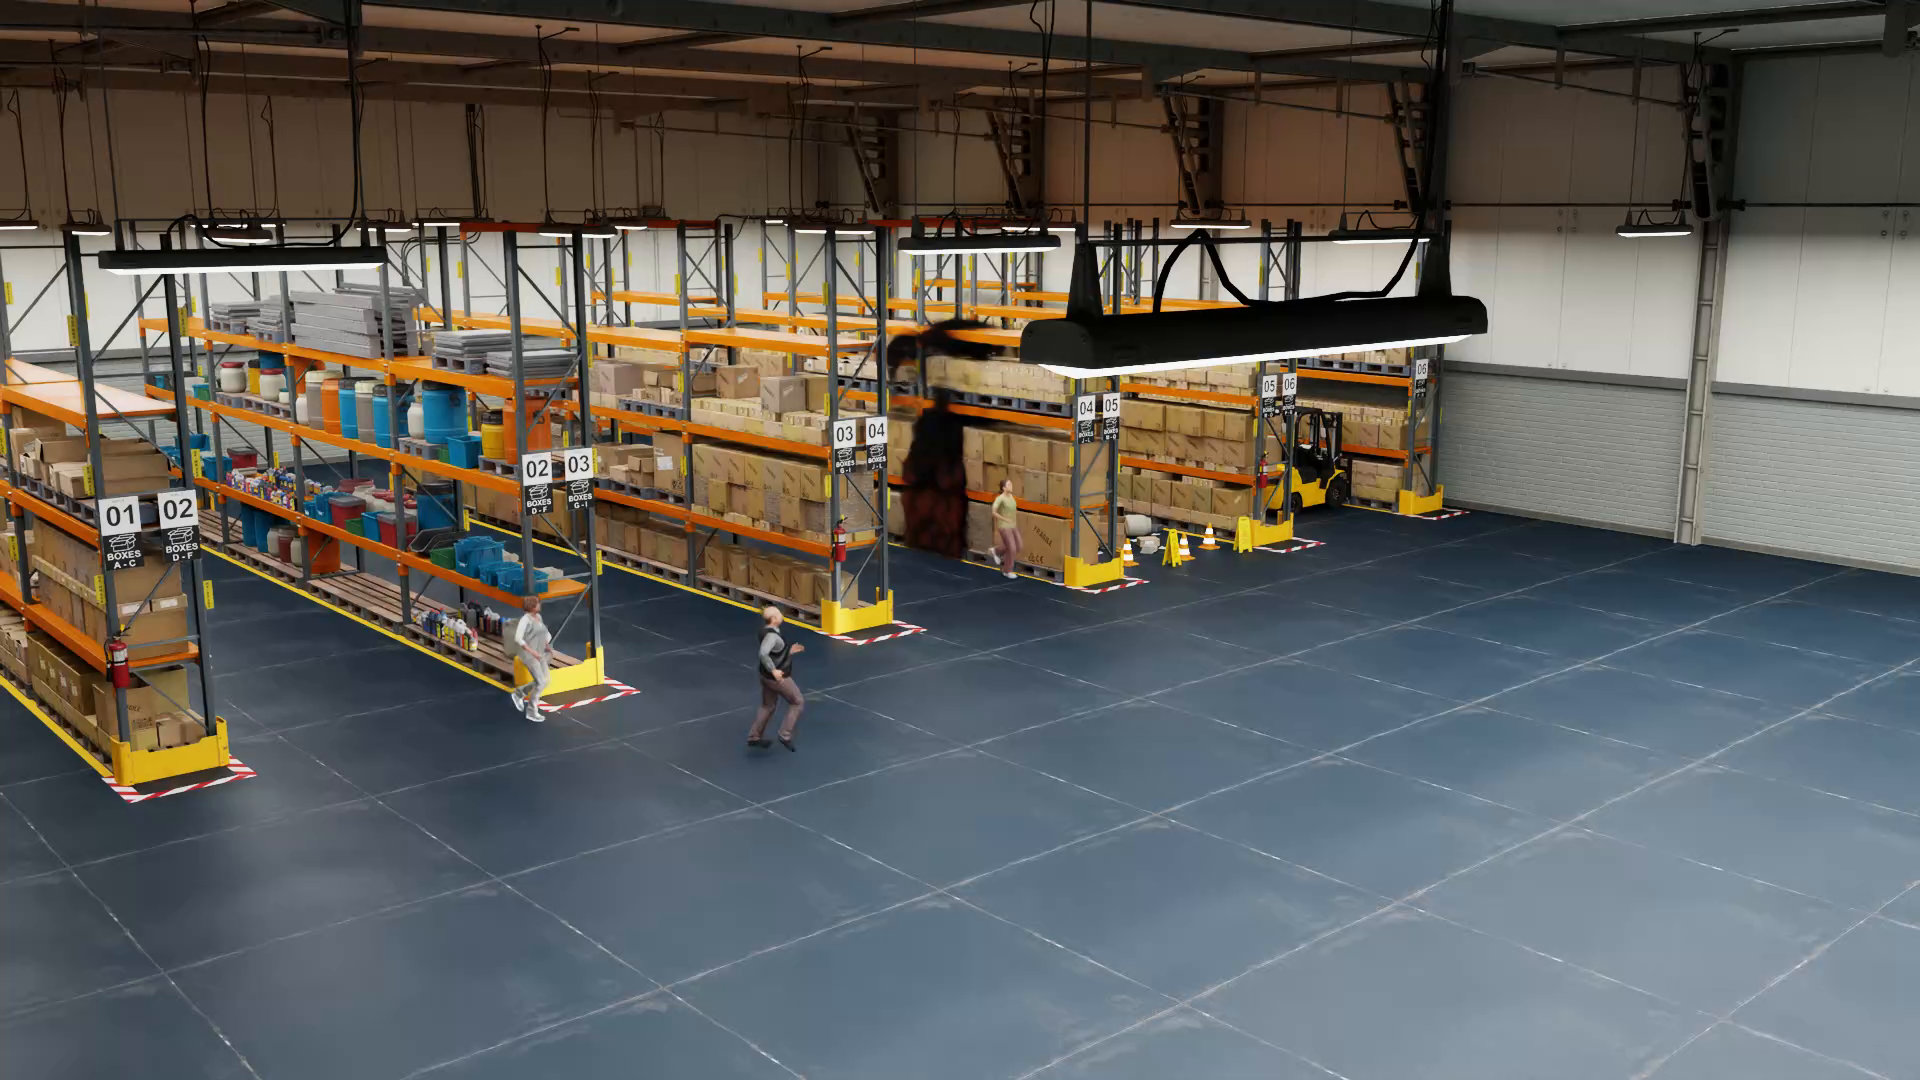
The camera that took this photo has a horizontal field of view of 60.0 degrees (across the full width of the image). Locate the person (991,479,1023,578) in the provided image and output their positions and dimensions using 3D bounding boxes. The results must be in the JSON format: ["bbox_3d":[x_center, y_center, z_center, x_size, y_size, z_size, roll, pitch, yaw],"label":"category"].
[{"bbox_3d":[0.730,-0.204,27.327,0.567,1.646,0.615,7,13,32],"label":"person"}]

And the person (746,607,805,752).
[{"bbox_3d":[-2.146,1.639,19.442,0.733,1.763,0.625,-6,13,-26],"label":"person"}]

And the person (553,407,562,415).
[{"bbox_3d":[-9.336,-2.234,38.455,0.756,1.753,0.946,-1,11,-4],"label":"person"}]

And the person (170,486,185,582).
[{"bbox_3d":[-13.497,-0.143,28.473,0.871,1.613,0.539,11,16,43],"label":"person"}]

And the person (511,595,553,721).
[{"bbox_3d":[-5.369,1.465,20.757,0.500,1.559,0.594,2,12,10],"label":"person"}]
